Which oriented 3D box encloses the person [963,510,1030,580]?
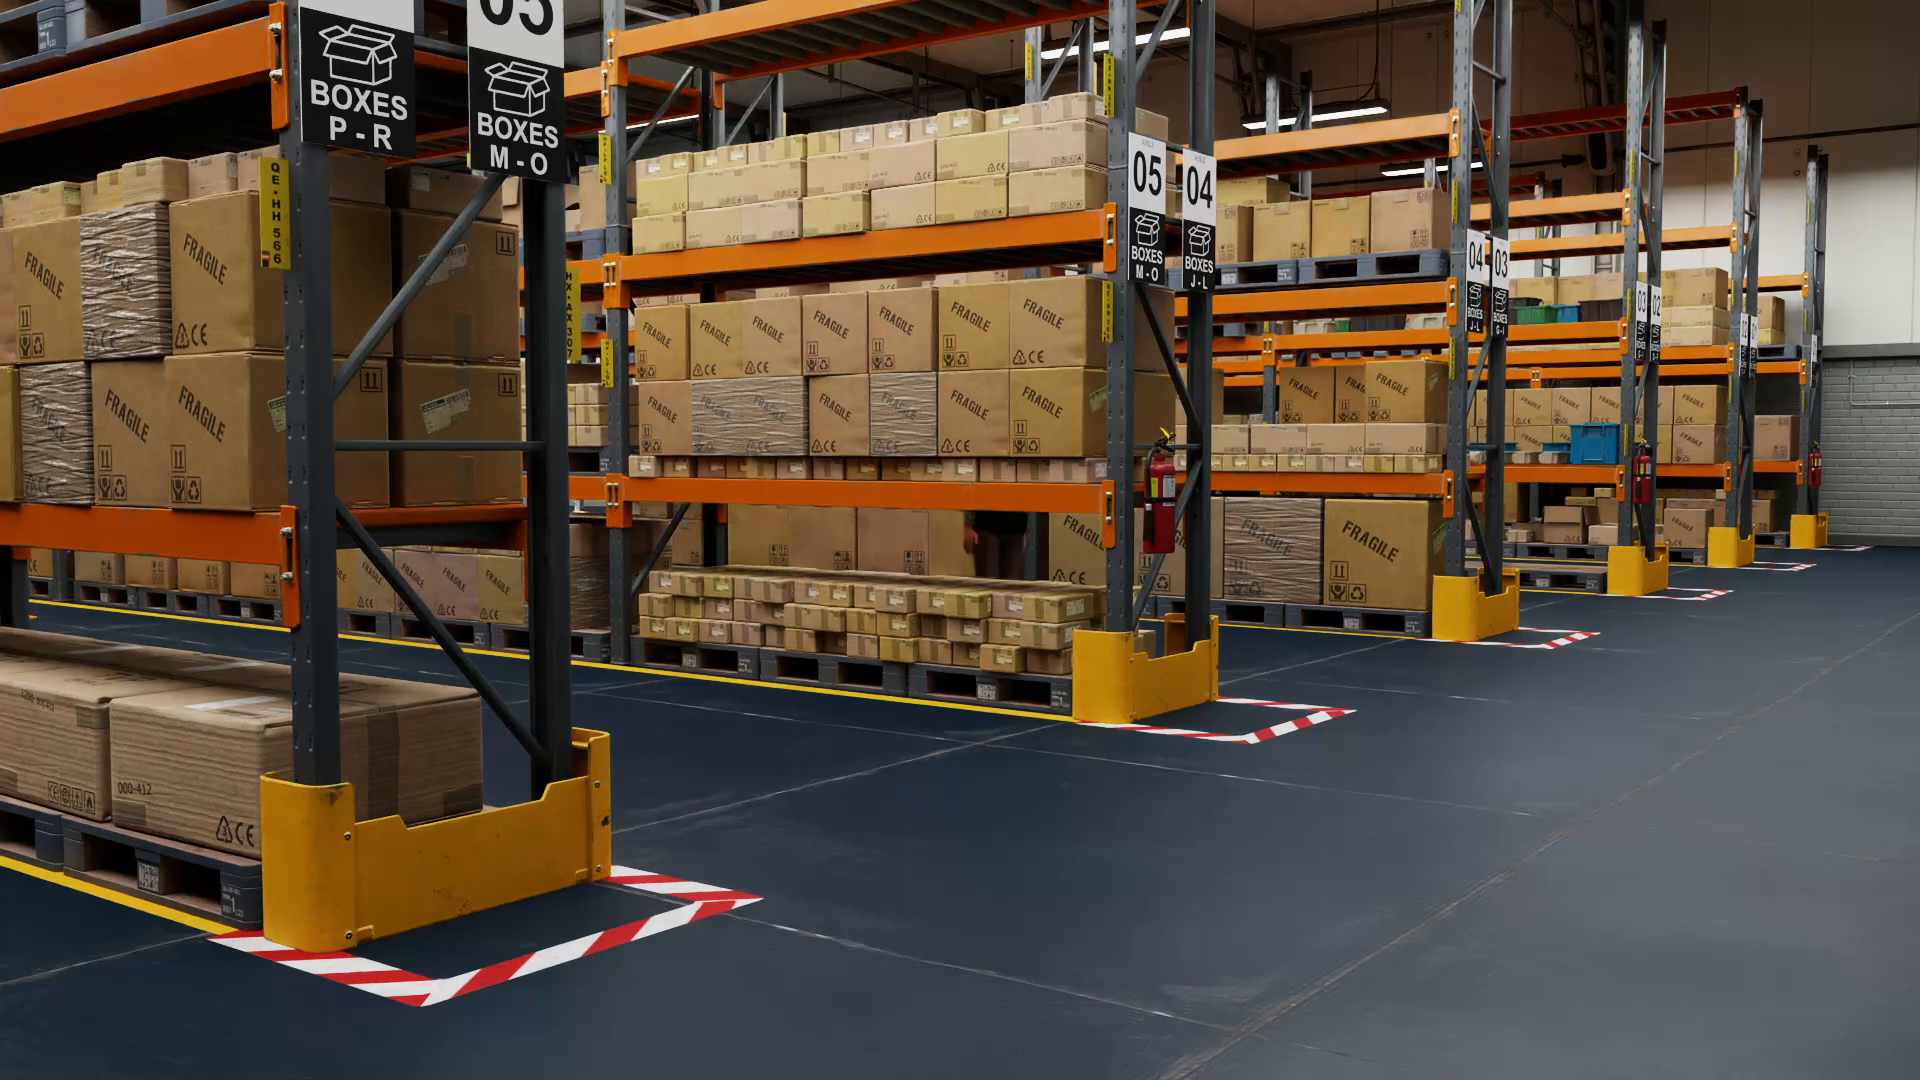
[{"bbox_3d":[0.250,-0.037,12.260,0.586,1.718,0.527,-2,4,-34],"label":"person"}]
